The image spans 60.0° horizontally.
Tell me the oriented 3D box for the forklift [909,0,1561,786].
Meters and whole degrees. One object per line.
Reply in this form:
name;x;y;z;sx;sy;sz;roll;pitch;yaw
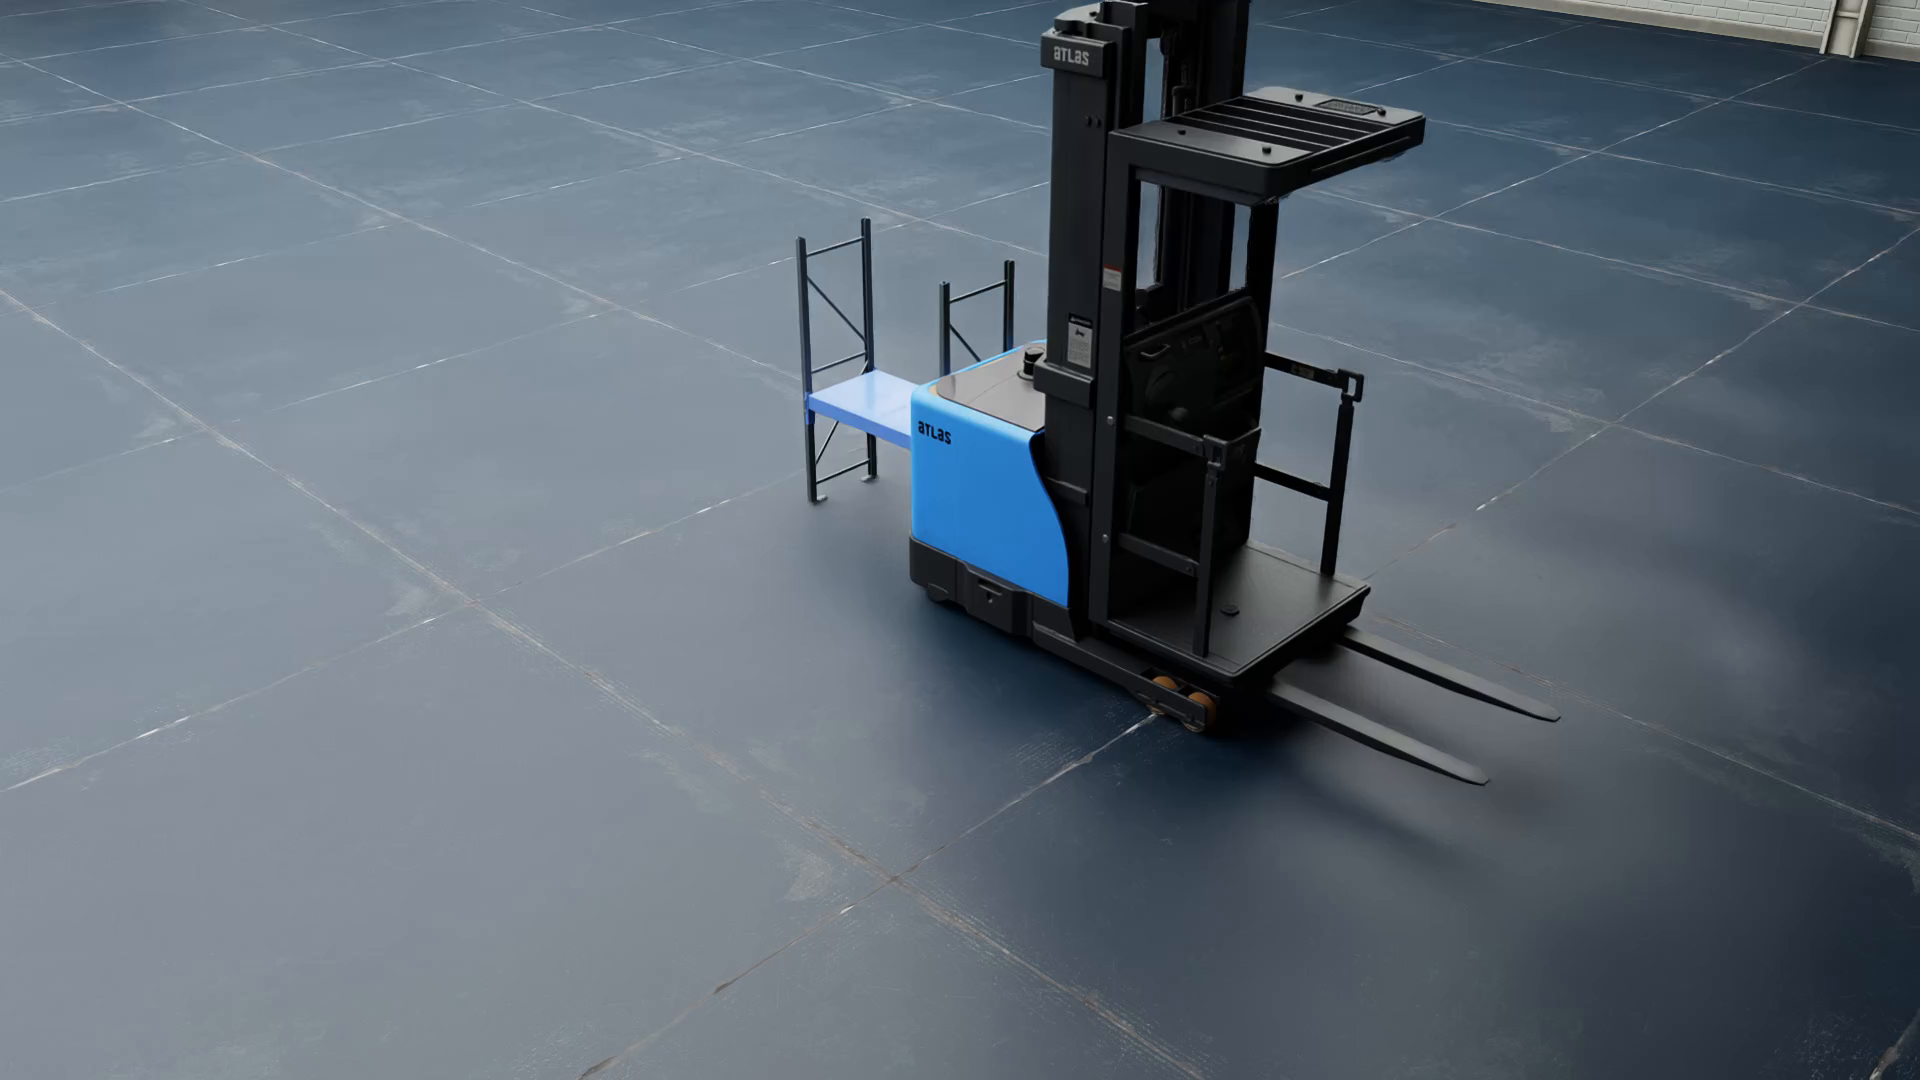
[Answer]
forklift;1.165;-0.744;7.016;3.031;2.935;1.130;24;36;38

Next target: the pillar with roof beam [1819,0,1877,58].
pillar with roof beam;7.438;-8.327;14.918;0.400;9.000;9.100;25;36;38

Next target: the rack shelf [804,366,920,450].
rack shelf;-0.285;-0.629;8.720;1.000;0.185;0.538;24;36;38

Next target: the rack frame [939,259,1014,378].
rack frame;0.084;-0.625;8.327;0.032;1.500;0.500;24;36;38

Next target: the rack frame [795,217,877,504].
rack frame;-0.654;-0.951;8.946;0.032;1.500;0.500;24;36;38

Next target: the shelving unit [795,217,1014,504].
shelving unit;-0.285;-0.788;8.637;1.048;1.500;0.538;24;36;38
